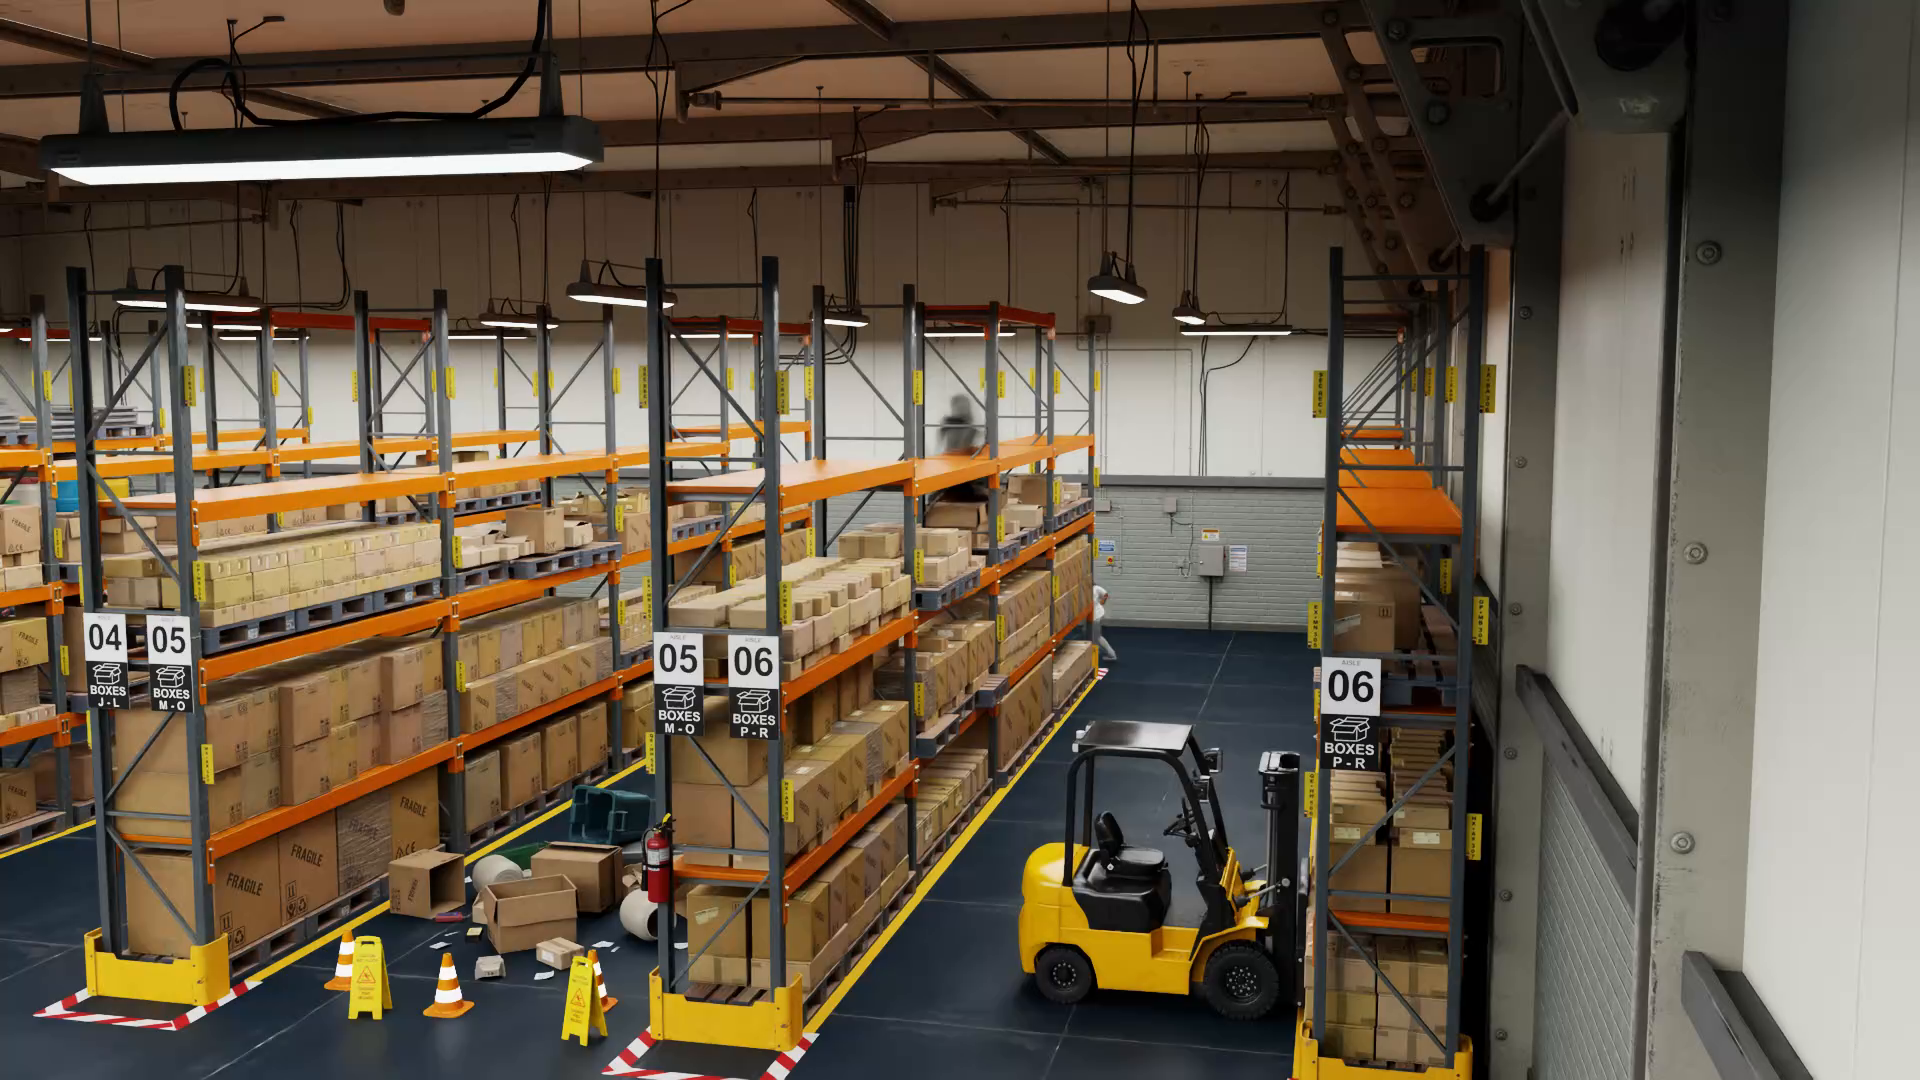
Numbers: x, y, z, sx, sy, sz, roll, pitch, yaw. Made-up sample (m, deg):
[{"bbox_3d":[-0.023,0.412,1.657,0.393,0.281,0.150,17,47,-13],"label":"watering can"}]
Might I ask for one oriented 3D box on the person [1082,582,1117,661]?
[{"bbox_3d":[2.407,1.382,29.522,0.685,1.598,0.785,3,7,30],"label":"person"}]
